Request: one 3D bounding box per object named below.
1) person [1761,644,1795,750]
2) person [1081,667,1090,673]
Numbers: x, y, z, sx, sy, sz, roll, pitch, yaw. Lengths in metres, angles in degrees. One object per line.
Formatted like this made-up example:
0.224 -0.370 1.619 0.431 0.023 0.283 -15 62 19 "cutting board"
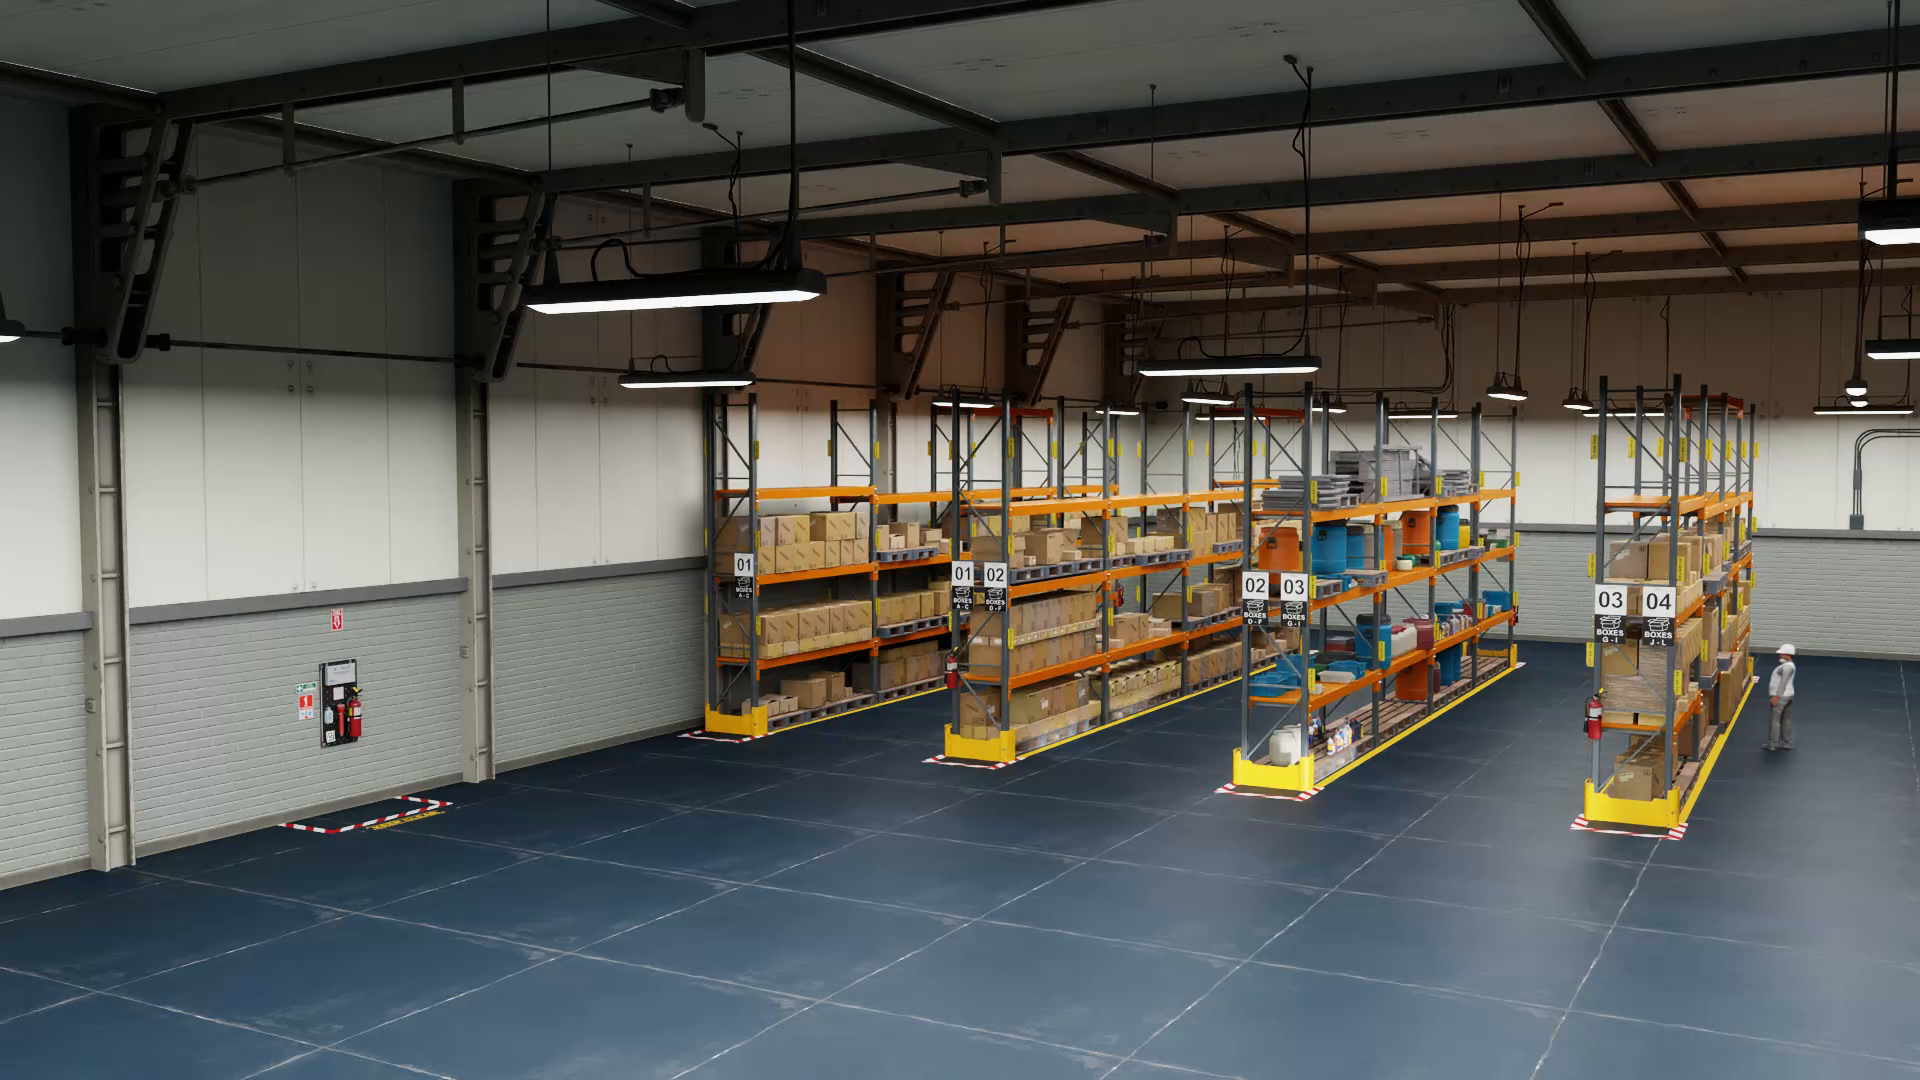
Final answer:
13.688 2.619 27.771 0.485 1.771 0.590 3 4 44 "person"
2.710 2.260 35.977 0.398 1.703 0.500 -2 3 -27 "person"
